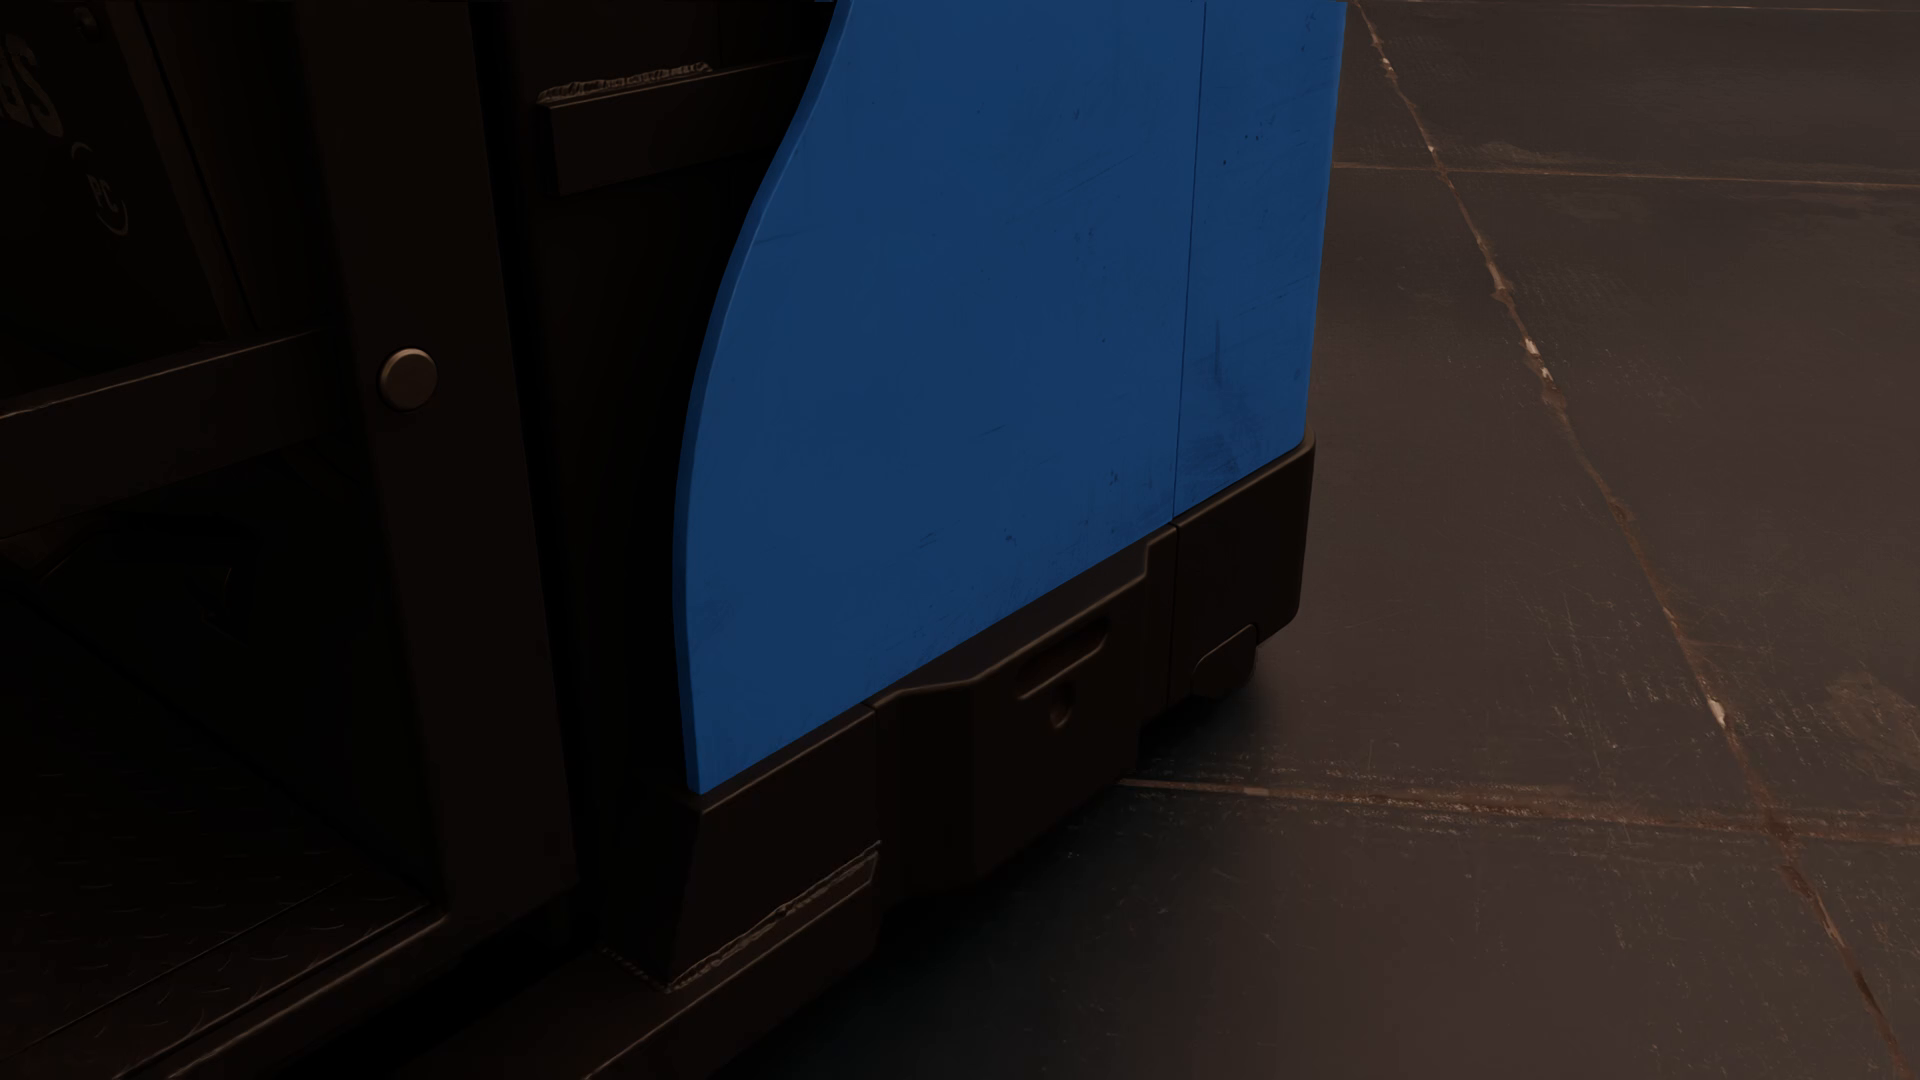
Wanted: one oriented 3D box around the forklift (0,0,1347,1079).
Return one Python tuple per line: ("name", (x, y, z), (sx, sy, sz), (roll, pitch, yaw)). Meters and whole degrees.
("forklift", (-0.898, -0.816, 0.852), (1.130, 2.935, 3.031), (21, 33, 36))
